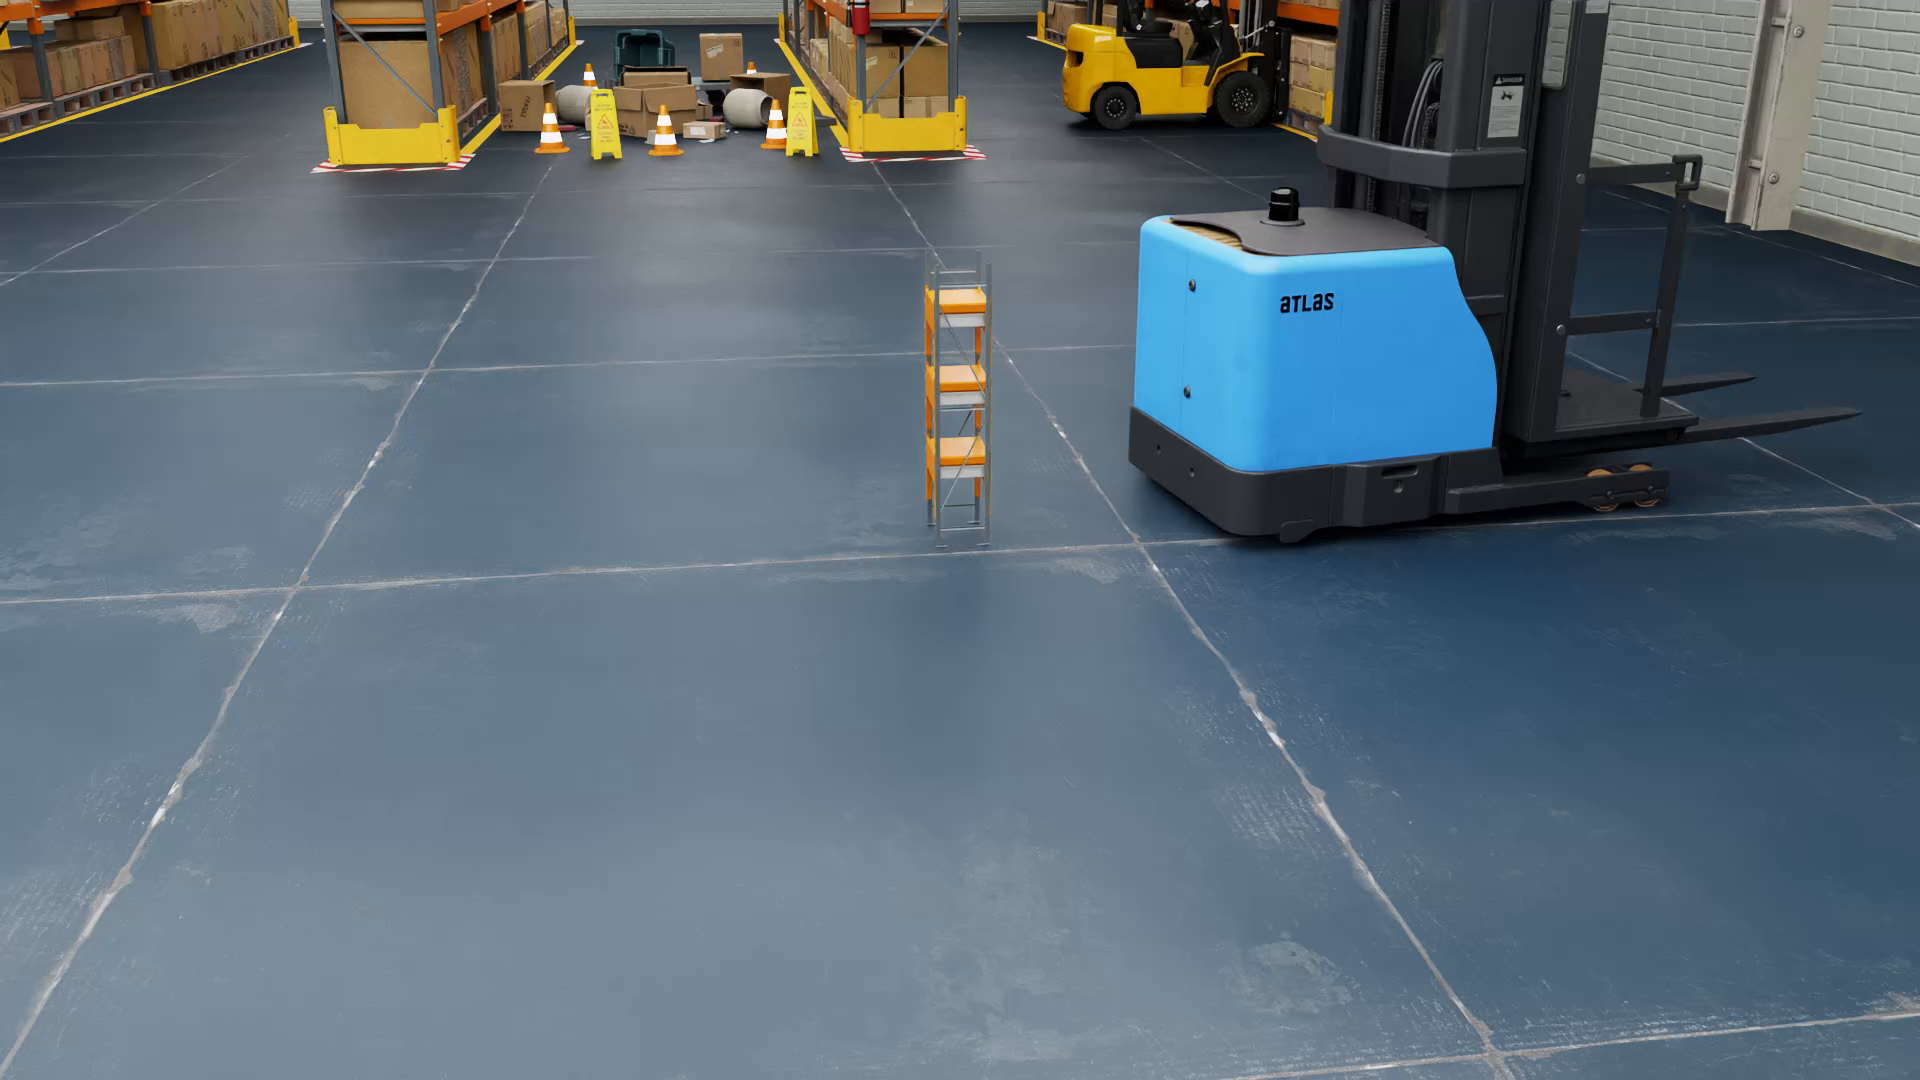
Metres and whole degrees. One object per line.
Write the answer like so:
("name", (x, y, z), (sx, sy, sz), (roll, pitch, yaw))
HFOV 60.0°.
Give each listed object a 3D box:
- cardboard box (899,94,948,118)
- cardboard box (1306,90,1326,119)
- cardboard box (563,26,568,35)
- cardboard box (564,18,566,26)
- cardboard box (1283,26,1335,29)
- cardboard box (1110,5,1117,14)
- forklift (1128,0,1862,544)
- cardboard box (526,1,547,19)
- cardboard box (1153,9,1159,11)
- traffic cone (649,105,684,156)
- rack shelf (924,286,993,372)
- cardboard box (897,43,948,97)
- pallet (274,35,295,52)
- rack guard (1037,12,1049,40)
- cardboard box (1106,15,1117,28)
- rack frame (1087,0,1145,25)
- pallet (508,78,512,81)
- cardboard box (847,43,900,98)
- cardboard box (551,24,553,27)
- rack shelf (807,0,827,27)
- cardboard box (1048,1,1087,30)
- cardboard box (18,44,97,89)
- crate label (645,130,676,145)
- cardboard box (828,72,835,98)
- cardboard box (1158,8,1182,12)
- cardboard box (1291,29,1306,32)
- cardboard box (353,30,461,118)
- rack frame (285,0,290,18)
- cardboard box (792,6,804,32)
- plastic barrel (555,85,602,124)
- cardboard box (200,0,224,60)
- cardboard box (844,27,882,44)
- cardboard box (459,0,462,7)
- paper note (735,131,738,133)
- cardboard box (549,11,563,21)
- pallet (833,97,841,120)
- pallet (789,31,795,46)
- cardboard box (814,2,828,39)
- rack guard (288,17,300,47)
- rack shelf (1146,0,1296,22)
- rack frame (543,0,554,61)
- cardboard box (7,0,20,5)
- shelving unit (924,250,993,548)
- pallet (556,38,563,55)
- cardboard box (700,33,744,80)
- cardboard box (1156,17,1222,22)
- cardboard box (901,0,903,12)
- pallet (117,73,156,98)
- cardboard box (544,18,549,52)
("cardboard box", (-0.364, -4.529, 17.384), (0.500, 0.250, 0.500), (-3, 21, -8))
("cardboard box", (4.010, -4.634, 17.666), (0.500, 0.250, 0.500), (-3, 21, -7))
("cardboard box", (-7.292, -9.188, 30.002), (0.380, 0.149, 0.250), (-2, 21, -6))
("cardboard box", (-7.353, -9.414, 30.184), (0.380, 0.149, 0.250), (-3, 21, -9))
("cardboard box", (4.164, -6.005, 19.908), (0.500, 0.250, 0.500), (-3, 21, -9))
("cardboard box", (2.666, -8.651, 27.136), (0.380, 0.149, 0.250), (-3, 21, -9))
("forklift", (2.273, -1.649, 6.442), (3.031, 2.935, 1.130), (-7, 21, -17))
("cardboard box", (-6.777, -8.329, 26.130), (0.500, 0.250, 0.500), (-3, 21, -9))
("cardboard box", (2.857, -8.116, 25.705), (0.380, 0.149, 0.250), (-2, 21, -6))
("traffic cone", (-2.909, -4.049, 16.395), (0.336, 0.463, 0.334), (-3, 21, -8))
("rack shelf", (-0.008, -0.766, 5.986), (0.215, 0.259, 0.240), (-3, 21, -8))
("cardboard box", (-0.368, -4.888, 17.275), (0.500, 0.500, 0.500), (-4, 21, -10))
("pallet", (-12.442, -8.788, 29.443), (1.003, 0.211, 1.213), (-3, 21, -8))
("rack guard", (2.094, -9.921, 32.064), (1.175, 0.500, 0.348), (-3, 21, -8))
("cardboard box", (2.661, -8.223, 26.919), (0.500, 0.500, 0.500), (-4, 21, -9))
("rack frame", (2.660, -9.733, 27.989), (1.000, 3.000, 0.127), (-3, 21, -8))
("pallet", (-6.347, -5.808, 21.464), (1.003, 0.211, 1.213), (-3, 21, -8))
("cardboard box", (-0.895, -4.851, 17.175), (0.500, 0.500, 0.500), (-3, 21, -7))
("cardboard box", (-7.119, -8.695, 28.258), (0.380, 0.149, 0.250), (-2, 21, -5))
("rack shelf", (-1.386, -7.067, 21.880), (1.077, 0.370, 4.000), (-3, 21, -8))
("cardboard box", (2.078, -9.929, 31.481), (0.797, 0.503, 0.637), (-4, 21, -10))
("cardboard box", (-11.103, -5.821, 20.457), (0.700, 0.500, 0.500), (-5, 21, -12))
("crate label", (-3.084, -4.165, 17.172), (0.250, 0.136, 0.298), (-15, 25, -35))
("cardboard box", (-1.280, -5.403, 19.724), (0.500, 0.250, 0.500), (-4, 21, -10))
("cardboard box", (3.310, -8.237, 26.027), (0.380, 0.149, 0.250), (-3, 21, -9))
("cardboard box", (3.719, -5.808, 19.380), (0.500, 0.250, 0.500), (-2, 21, -6))
("cardboard box", (-5.697, -4.780, 17.163), (0.875, 0.875, 0.875), (-3, 21, -9))
("rack frame", (-12.634, -10.367, 29.685), (1.000, 3.000, 0.127), (-3, 21, -8))
("cardboard box", (-2.634, -9.640, 30.800), (0.875, 0.438, 0.875), (-4, 21, -10))
("plastic barrel", (-4.300, -4.905, 18.744), (0.512, 0.421, 0.421), (12, 24, 30))
("cardboard box", (-11.816, -7.653, 24.857), (1.225, 0.875, 0.875), (-4, 21, -10))
("cardboard box", (-1.014, -5.279, 17.393), (0.380, 0.149, 0.250), (-2, 21, -6))
("cardboard box", (-5.678, -5.810, 17.270), (0.875, 0.550, 0.500), (-3, 21, -8))
("paper note", (-2.429, -4.430, 18.064), (0.032, 0.001, 0.123), (-3, 21, -8))
("cardboard box", (-7.174, -9.195, 29.173), (0.380, 0.149, 0.250), (-2, 21, -6))
("pallet", (-0.966, -5.175, 19.770), (1.003, 0.211, 1.213), (-3, 21, -8))
("pallet", (-2.635, -9.287, 30.781), (1.003, 0.211, 1.213), (-3, 21, -8))
("cardboard box", (-1.692, -7.542, 24.557), (0.875, 0.875, 0.875), (-3, 21, -8))
("rack guard", (-12.638, -9.204, 30.145), (1.175, 0.500, 0.348), (-3, 21, -8))
("rack shelf", (3.525, -7.319, 22.553), (1.077, 0.370, 4.000), (-3, 21, -8))
("rack frame", (-7.135, -9.197, 26.554), (1.000, 3.000, 0.127), (-3, 21, -8))
("cardboard box", (-10.556, -5.948, 18.213), (0.380, 0.149, 0.250), (-3, 21, -8))
("shelving unit", (-0.008, -0.510, 6.082), (0.215, 1.050, 0.252), (-3, 21, -8))
("pallet", (-7.446, -8.545, 28.793), (1.003, 0.211, 1.213), (-3, 21, -8))
("cardboard box", (-2.855, -5.795, 19.936), (0.500, 0.500, 0.500), (-3, 21, -8))
("cardboard box", (3.313, -7.216, 24.043), (0.875, 0.625, 0.625), (-2, 21, -6))
("cardboard box", (-0.416, -5.424, 16.811), (0.380, 0.149, 0.250), (-3, 21, -7))
("pallet", (-11.370, -6.020, 22.033), (1.003, 0.211, 1.213), (-3, 21, -8))
("cardboard box", (-6.779, -7.979, 26.265), (0.500, 0.500, 0.500), (-3, 21, -9))
